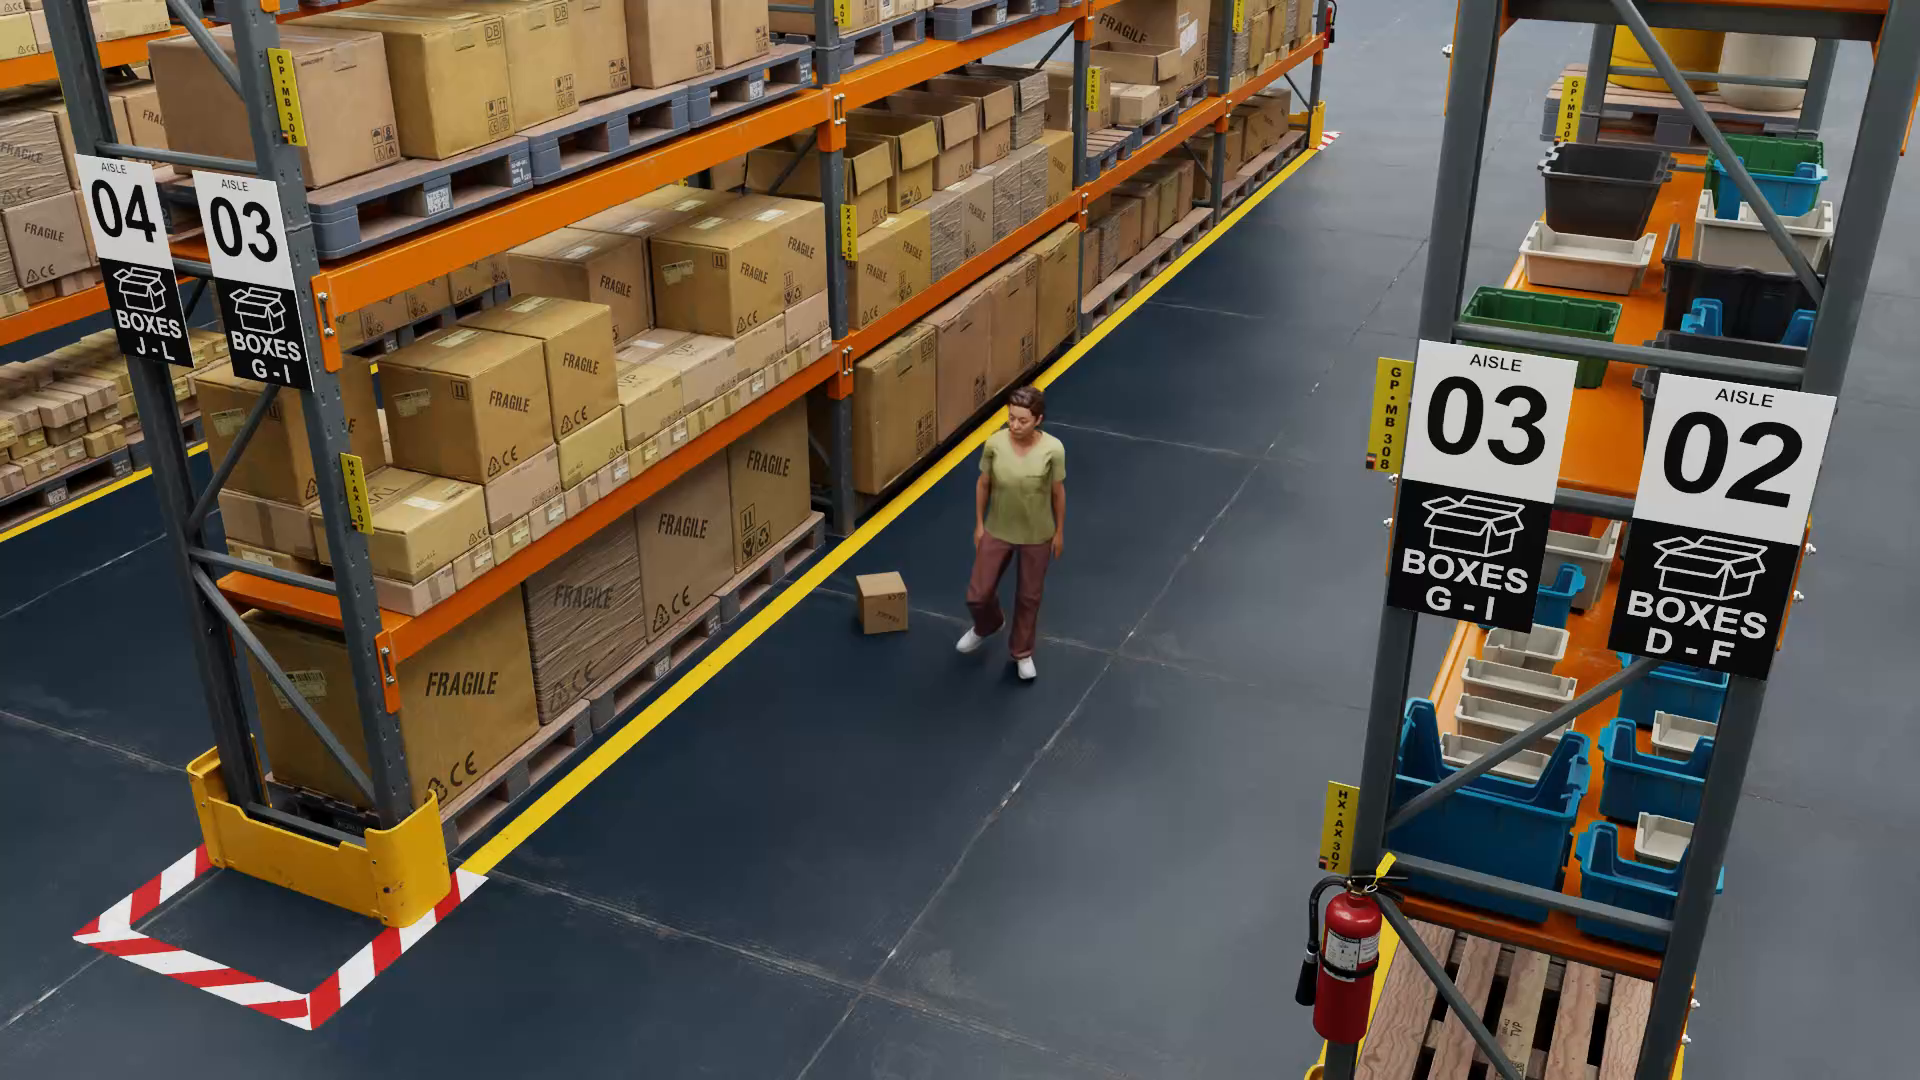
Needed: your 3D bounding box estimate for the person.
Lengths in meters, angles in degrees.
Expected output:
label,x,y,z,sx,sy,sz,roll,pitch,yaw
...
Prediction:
label,x,y,z,sx,sy,sz,roll,pitch,yaw
person,0.258,-0.058,8.694,0.582,1.666,0.452,3,26,7
